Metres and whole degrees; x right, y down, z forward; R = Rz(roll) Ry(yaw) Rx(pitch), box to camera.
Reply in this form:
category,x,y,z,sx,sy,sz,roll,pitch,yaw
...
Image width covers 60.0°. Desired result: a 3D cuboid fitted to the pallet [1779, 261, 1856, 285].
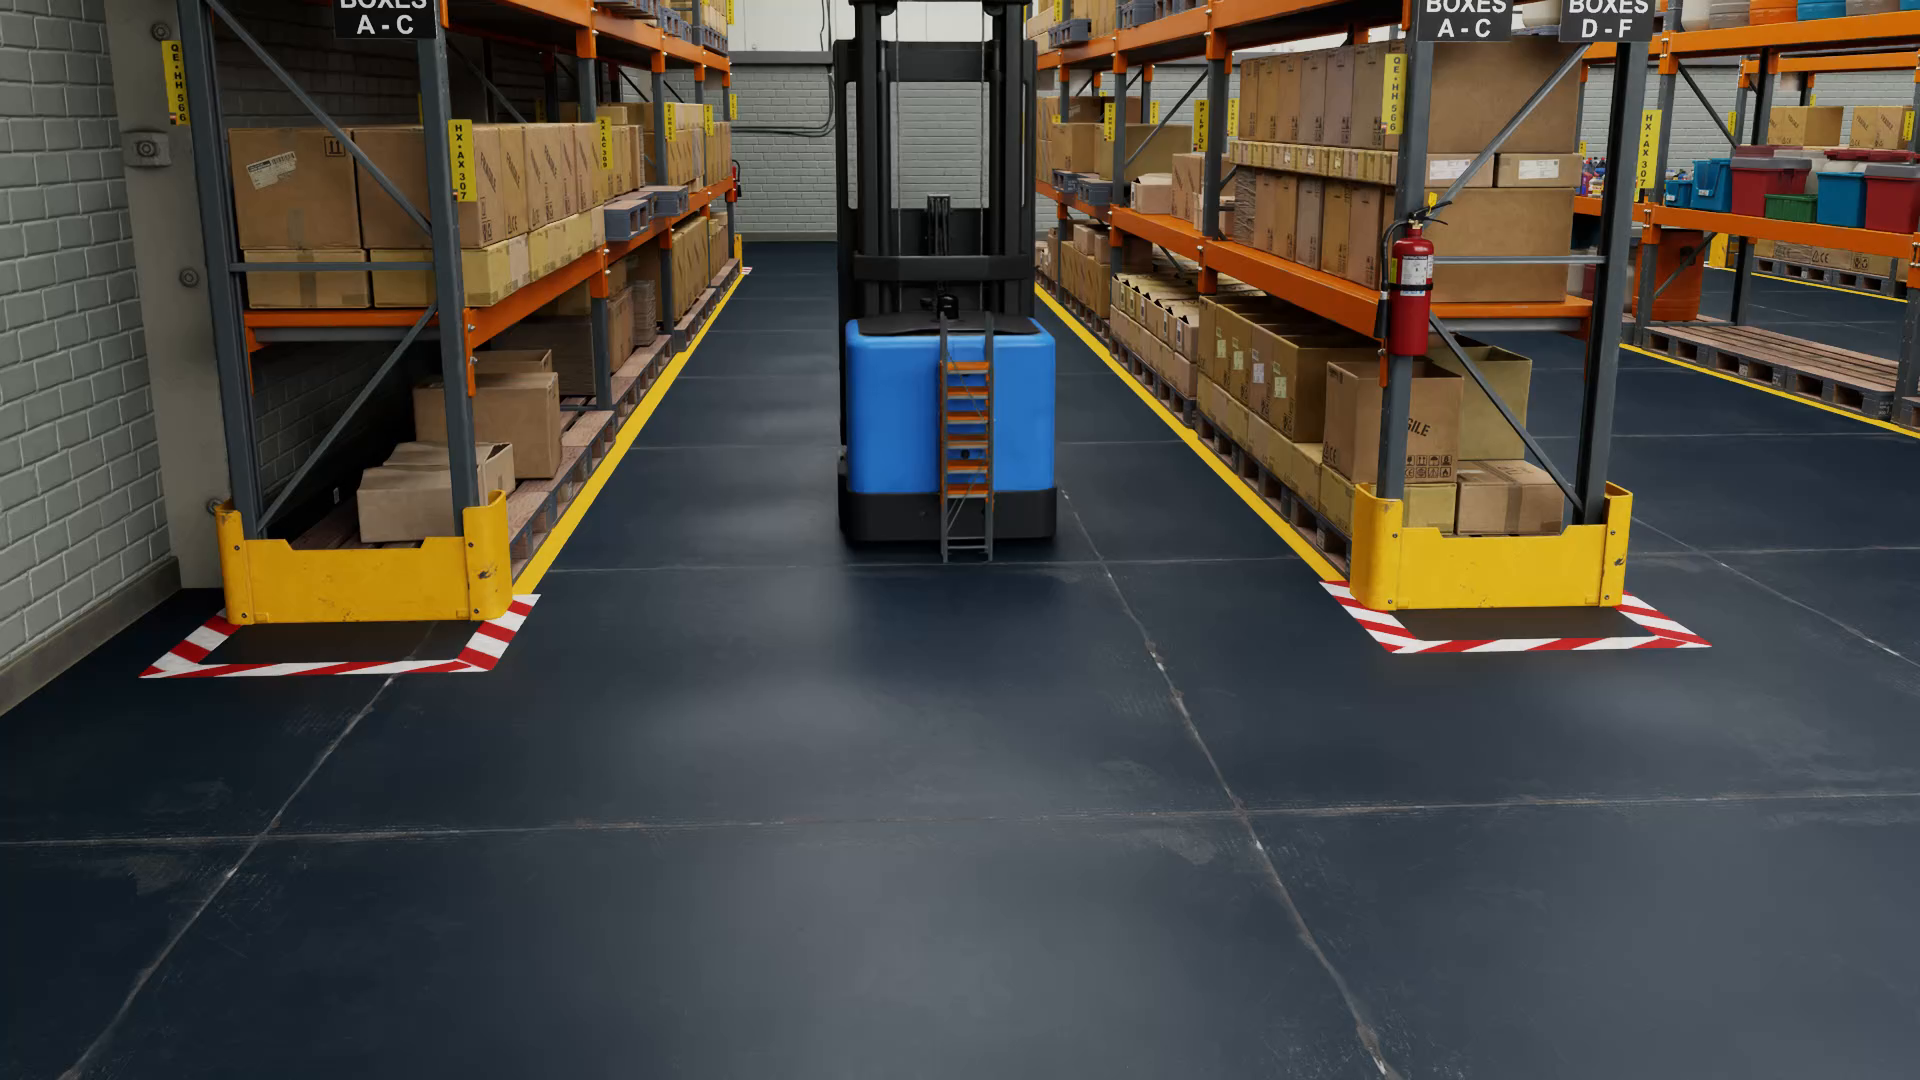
category,x,y,z,sx,sy,sz,roll,pitch,yaw
pallet,11.463,-3.480,21.628,1.003,0.211,1.213,-1,14,-3

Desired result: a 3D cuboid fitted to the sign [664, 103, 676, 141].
category,x,y,z,sx,sy,sz,roll,pitch,yaw
sign,-2.532,-3.645,14.508,0.100,0.325,0.005,-1,14,-3

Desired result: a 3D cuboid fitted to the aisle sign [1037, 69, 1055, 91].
category,x,y,z,sx,sy,sz,roll,pitch,yaw
aisle sign,1.078,-6.450,22.358,0.394,0.787,0.004,-1,14,-3

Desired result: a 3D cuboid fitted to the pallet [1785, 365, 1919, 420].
category,x,y,z,sx,sy,sz,roll,pitch,yaw
pallet,6.976,-1.114,12.433,1.003,0.211,1.213,-1,14,-3

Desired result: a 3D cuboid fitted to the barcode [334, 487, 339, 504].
category,x,y,z,sx,sy,sz,roll,pitch,yaw
barcode,-2.930,-0.209,7.814,0.001,0.075,0.075,-1,14,-3

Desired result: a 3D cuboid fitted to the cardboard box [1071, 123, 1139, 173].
category,x,y,z,sx,sy,sz,roll,pitch,yaw
cardboard box,1.535,-4.144,17.571,0.700,0.500,0.500,1,14,5

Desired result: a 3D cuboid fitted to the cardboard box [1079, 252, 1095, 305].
category,x,y,z,sx,sy,sz,roll,pitch,yaw
cardboard box,1.509,-2.680,17.055,0.500,0.500,0.500,-1,14,-6

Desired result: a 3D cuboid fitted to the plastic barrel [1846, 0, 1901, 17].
category,x,y,z,sx,sy,sz,roll,pitch,yaw
plastic barrel,6.774,-4.251,12.003,0.600,0.901,0.600,0,14,0

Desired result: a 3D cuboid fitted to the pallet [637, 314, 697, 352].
category,x,y,z,sx,sy,sz,roll,pitch,yaw
pallet,-3.046,-1.958,15.715,1.003,0.211,1.213,-1,14,-3

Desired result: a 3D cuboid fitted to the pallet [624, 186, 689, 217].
category,x,y,z,sx,sy,sz,roll,pitch,yaw
pallet,-2.922,-2.843,13.942,1.213,0.211,1.003,-1,14,-3

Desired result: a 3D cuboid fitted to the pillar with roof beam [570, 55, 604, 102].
category,x,y,z,sx,sy,sz,roll,pitch,yaw
pillar with roof beam,0.069,-7.239,18.602,9.100,9.000,0.400,-1,14,-3

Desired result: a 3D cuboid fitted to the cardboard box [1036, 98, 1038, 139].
category,x,y,z,sx,sy,sz,roll,pitch,yaw
cardboard box,1.206,-5.343,21.064,0.500,0.500,0.500,-1,14,-3

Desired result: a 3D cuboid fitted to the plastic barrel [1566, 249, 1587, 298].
category,x,y,z,sx,sy,sz,roll,pitch,yaw
plastic barrel,6.574,-2.804,17.556,0.421,0.512,0.421,0,14,0

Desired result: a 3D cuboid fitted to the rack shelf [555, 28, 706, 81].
category,x,y,z,sx,sy,sz,roll,pitch,yaw
rack shelf,-3.197,-4.713,16.250,1.077,0.370,4.000,-1,14,-3

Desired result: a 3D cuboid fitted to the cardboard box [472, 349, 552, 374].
category,x,y,z,sx,sy,sz,roll,pitch,yaw
cardboard box,-2.721,-0.862,9.990,0.500,0.500,0.500,-2,15,-8

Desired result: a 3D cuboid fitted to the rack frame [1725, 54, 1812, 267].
category,x,y,z,sx,sy,sz,roll,pitch,yaw
rack frame,11.263,-5.331,23.225,1.000,3.000,0.127,-1,14,-3

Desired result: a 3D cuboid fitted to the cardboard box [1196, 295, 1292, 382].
category,x,y,z,sx,sy,sz,roll,pitch,yaw
cardboard box,1.835,-1.309,10.765,0.500,0.500,0.500,-1,14,-3

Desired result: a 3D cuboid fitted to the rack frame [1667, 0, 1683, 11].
category,x,y,z,sx,sy,sz,roll,pitch,yaw
rack frame,6.815,-6.170,14.447,1.000,3.000,0.127,-1,14,-3

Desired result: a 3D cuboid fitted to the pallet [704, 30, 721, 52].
category,x,y,z,sx,sy,sz,roll,pitch,yaw
pallet,-3.433,-6.023,20.072,1.003,0.211,1.213,-1,14,-3

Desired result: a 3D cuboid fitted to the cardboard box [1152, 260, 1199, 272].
category,x,y,z,sx,sy,sz,roll,pitch,yaw
cardboard box,2.090,-2.439,16.121,0.500,0.500,0.500,-1,14,-5

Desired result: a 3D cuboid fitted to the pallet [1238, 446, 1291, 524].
category,x,y,z,sx,sy,sz,roll,pitch,yaw
pallet,2.205,-0.341,9.429,1.003,0.211,1.213,-1,14,-3

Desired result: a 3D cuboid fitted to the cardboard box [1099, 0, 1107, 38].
category,x,y,z,sx,sy,sz,roll,pitch,yaw
cardboard box,1.779,-4.925,15.428,0.910,0.500,0.500,-1,14,-3

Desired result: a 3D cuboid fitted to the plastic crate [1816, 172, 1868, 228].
category,x,y,z,sx,sy,sz,roll,pitch,yaw
plastic crate,6.684,-2.532,12.378,0.392,0.384,0.575,-1,14,-3

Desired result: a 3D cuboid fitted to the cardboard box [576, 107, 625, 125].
category,x,y,z,sx,sy,sz,roll,pitch,yaw
cardboard box,-2.987,-3.522,13.811,0.380,0.149,0.250,-3,15,-13

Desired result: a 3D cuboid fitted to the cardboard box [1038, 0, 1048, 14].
category,x,y,z,sx,sy,sz,roll,pitch,yaw
cardboard box,1.370,-6.911,21.139,0.700,0.500,0.500,-1,14,-3

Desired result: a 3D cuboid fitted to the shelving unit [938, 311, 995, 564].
category,x,y,z,sx,sy,sz,roll,pitch,yaw
shelving unit,0.032,-0.489,8.019,0.258,1.200,0.189,-1,14,-4

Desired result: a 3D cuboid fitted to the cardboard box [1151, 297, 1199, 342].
category,x,y,z,sx,sy,sz,roll,pitch,yaw
cardboard box,1.741,-1.687,12.615,0.500,0.311,0.500,-1,14,-4

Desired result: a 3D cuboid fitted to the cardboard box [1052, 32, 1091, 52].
category,x,y,z,sx,sy,sz,roll,pitch,yaw
cardboard box,1.328,-5.681,18.867,0.500,0.250,0.500,-1,14,-3

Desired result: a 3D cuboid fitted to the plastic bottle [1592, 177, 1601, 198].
category,x,y,z,sx,sy,sz,roll,pitch,yaw
plastic bottle,6.325,-3.494,16.485,0.097,0.201,0.097,0,14,0

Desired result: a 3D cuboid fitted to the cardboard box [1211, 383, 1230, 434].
category,x,y,z,sx,sy,sz,roll,pitch,yaw
cardboard box,1.871,-0.822,10.375,0.500,0.250,0.500,-1,14,-3

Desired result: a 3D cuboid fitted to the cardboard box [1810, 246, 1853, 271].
category,x,y,z,sx,sy,sz,roll,pitch,yaw
cardboard box,11.494,-3.899,21.084,0.875,0.875,0.875,-1,14,-3

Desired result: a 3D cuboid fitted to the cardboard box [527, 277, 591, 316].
category,x,y,z,sx,sy,sz,roll,pitch,yaw
cardboard box,-2.918,-1.775,12.033,0.500,0.250,0.500,-1,14,-5

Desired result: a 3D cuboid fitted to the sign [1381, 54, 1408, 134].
category,x,y,z,sx,sy,sz,roll,pitch,yaw
sign,1.824,-1.870,6.976,0.100,0.325,0.005,-1,14,-3

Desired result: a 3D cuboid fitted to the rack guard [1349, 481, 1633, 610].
category,x,y,z,sx,sy,sz,roll,pitch,yaw
rack guard,2.368,0.017,7.457,1.175,0.500,0.348,-1,14,-3

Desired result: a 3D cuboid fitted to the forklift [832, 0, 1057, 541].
category,x,y,z,sx,sy,sz,roll,pitch,yaw
forklift,-0.151,-1.727,9.358,1.130,2.935,3.031,-1,14,-4

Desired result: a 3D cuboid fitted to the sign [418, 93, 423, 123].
category,x,y,z,sx,sy,sz,roll,pitch,yaw
sign,-3.379,-2.668,10.553,0.100,0.325,0.005,-1,14,-3

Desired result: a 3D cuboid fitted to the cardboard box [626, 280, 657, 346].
category,x,y,z,sx,sy,sz,roll,pitch,yaw
cardboard box,-2.976,-1.936,14.164,0.700,0.500,0.500,-1,14,-3

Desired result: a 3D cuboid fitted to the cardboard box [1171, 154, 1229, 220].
category,x,y,z,sx,sy,sz,roll,pitch,yaw
cardboard box,1.991,-2.820,13.268,0.500,0.500,0.500,-2,15,-6

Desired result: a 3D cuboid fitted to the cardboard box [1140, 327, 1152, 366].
category,x,y,z,sx,sy,sz,roll,pitch,yaw
cardboard box,1.712,-1.544,13.184,0.500,0.250,0.500,-1,14,-2

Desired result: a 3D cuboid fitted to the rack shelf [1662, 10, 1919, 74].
category,x,y,z,sx,sy,sz,roll,pitch,yaw
rack shelf,6.939,-3.872,12.978,1.077,0.370,4.000,-1,14,-3

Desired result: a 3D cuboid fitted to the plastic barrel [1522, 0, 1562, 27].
category,x,y,z,sx,sy,sz,roll,pitch,yaw
plastic barrel,6.350,-5.847,18.094,0.433,0.535,0.433,0,14,0

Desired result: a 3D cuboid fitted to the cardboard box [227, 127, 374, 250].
category,x,y,z,sx,sy,sz,roll,pitch,yaw
cardboard box,-2.818,-1.536,7.233,0.500,0.500,0.500,-1,14,-4

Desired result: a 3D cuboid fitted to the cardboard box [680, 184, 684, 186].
category,x,y,z,sx,sy,sz,roll,pitch,yaw
cardboard box,-2.977,-3.532,16.698,0.380,0.149,0.250,0,14,-2

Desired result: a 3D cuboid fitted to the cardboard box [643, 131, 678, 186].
category,x,y,z,sx,sy,sz,roll,pitch,yaw
cardboard box,-2.847,-3.439,15.033,0.500,0.500,0.500,0,14,-2

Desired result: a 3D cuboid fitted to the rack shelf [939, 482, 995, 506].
category,x,y,z,sx,sy,sz,roll,pitch,yaw
rack shelf,0.032,-0.214,8.090,0.258,0.103,0.180,-1,14,-4

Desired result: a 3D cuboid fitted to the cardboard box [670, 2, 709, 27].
category,x,y,z,sx,sy,sz,roll,pitch,yaw
cardboard box,-3.100,-5.914,18.731,0.500,0.250,0.500,-1,14,-4

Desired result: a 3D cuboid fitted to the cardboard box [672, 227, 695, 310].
category,x,y,z,sx,sy,sz,roll,pitch,yaw
cardboard box,-3.035,-2.677,16.382,0.750,0.750,0.750,-1,14,-4

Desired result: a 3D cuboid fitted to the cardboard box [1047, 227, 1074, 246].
category,x,y,z,sx,sy,sz,roll,pitch,yaw
cardboard box,1.502,-3.655,20.840,0.797,0.503,0.637,-1,14,-3

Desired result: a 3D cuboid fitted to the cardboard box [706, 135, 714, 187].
category,x,y,z,sx,sy,sz,roll,pitch,yaw
cardboard box,-3.338,-4.387,18.955,0.980,0.700,0.700,-1,14,-3

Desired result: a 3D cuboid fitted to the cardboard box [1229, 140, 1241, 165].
category,x,y,z,sx,sy,sz,roll,pitch,yaw
cardboard box,1.942,-2.487,10.670,0.380,0.149,0.250,-1,14,-4

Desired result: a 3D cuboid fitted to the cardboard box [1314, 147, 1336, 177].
category,x,y,z,sx,sy,sz,roll,pitch,yaw
cardboard box,2.071,-1.976,8.685,0.380,0.149,0.250,0,14,-2

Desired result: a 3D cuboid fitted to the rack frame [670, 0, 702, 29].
category,x,y,z,sx,sy,sz,roll,pitch,yaw
rack frame,-3.321,-7.012,17.719,1.000,3.000,0.127,-1,14,-3

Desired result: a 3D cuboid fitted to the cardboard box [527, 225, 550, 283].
category,x,y,z,sx,sy,sz,roll,pitch,yaw
cardboard box,-2.362,-1.441,8.368,0.500,0.250,0.500,-1,14,-4

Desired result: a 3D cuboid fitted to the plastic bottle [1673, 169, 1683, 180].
category,x,y,z,sx,sy,sz,roll,pitch,yaw
plastic bottle,7.105,-3.527,16.450,0.061,0.283,0.133,-1,14,-3

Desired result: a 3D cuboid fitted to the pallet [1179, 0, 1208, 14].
category,x,y,z,sx,sy,sz,roll,pitch,yaw
pallet,2.051,-3.774,11.537,0.805,0.209,1.217,-1,15,-6

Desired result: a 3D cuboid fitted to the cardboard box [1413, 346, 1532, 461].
category,x,y,z,sx,sy,sz,roll,pitch,yaw
cardboard box,2.523,-0.696,8.380,0.500,0.500,0.500,-1,14,-3

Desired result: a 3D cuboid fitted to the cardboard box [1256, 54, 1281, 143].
category,x,y,z,sx,sy,sz,roll,pitch,yaw
cardboard box,2.185,-2.635,9.944,0.700,0.500,0.500,-1,14,-4
